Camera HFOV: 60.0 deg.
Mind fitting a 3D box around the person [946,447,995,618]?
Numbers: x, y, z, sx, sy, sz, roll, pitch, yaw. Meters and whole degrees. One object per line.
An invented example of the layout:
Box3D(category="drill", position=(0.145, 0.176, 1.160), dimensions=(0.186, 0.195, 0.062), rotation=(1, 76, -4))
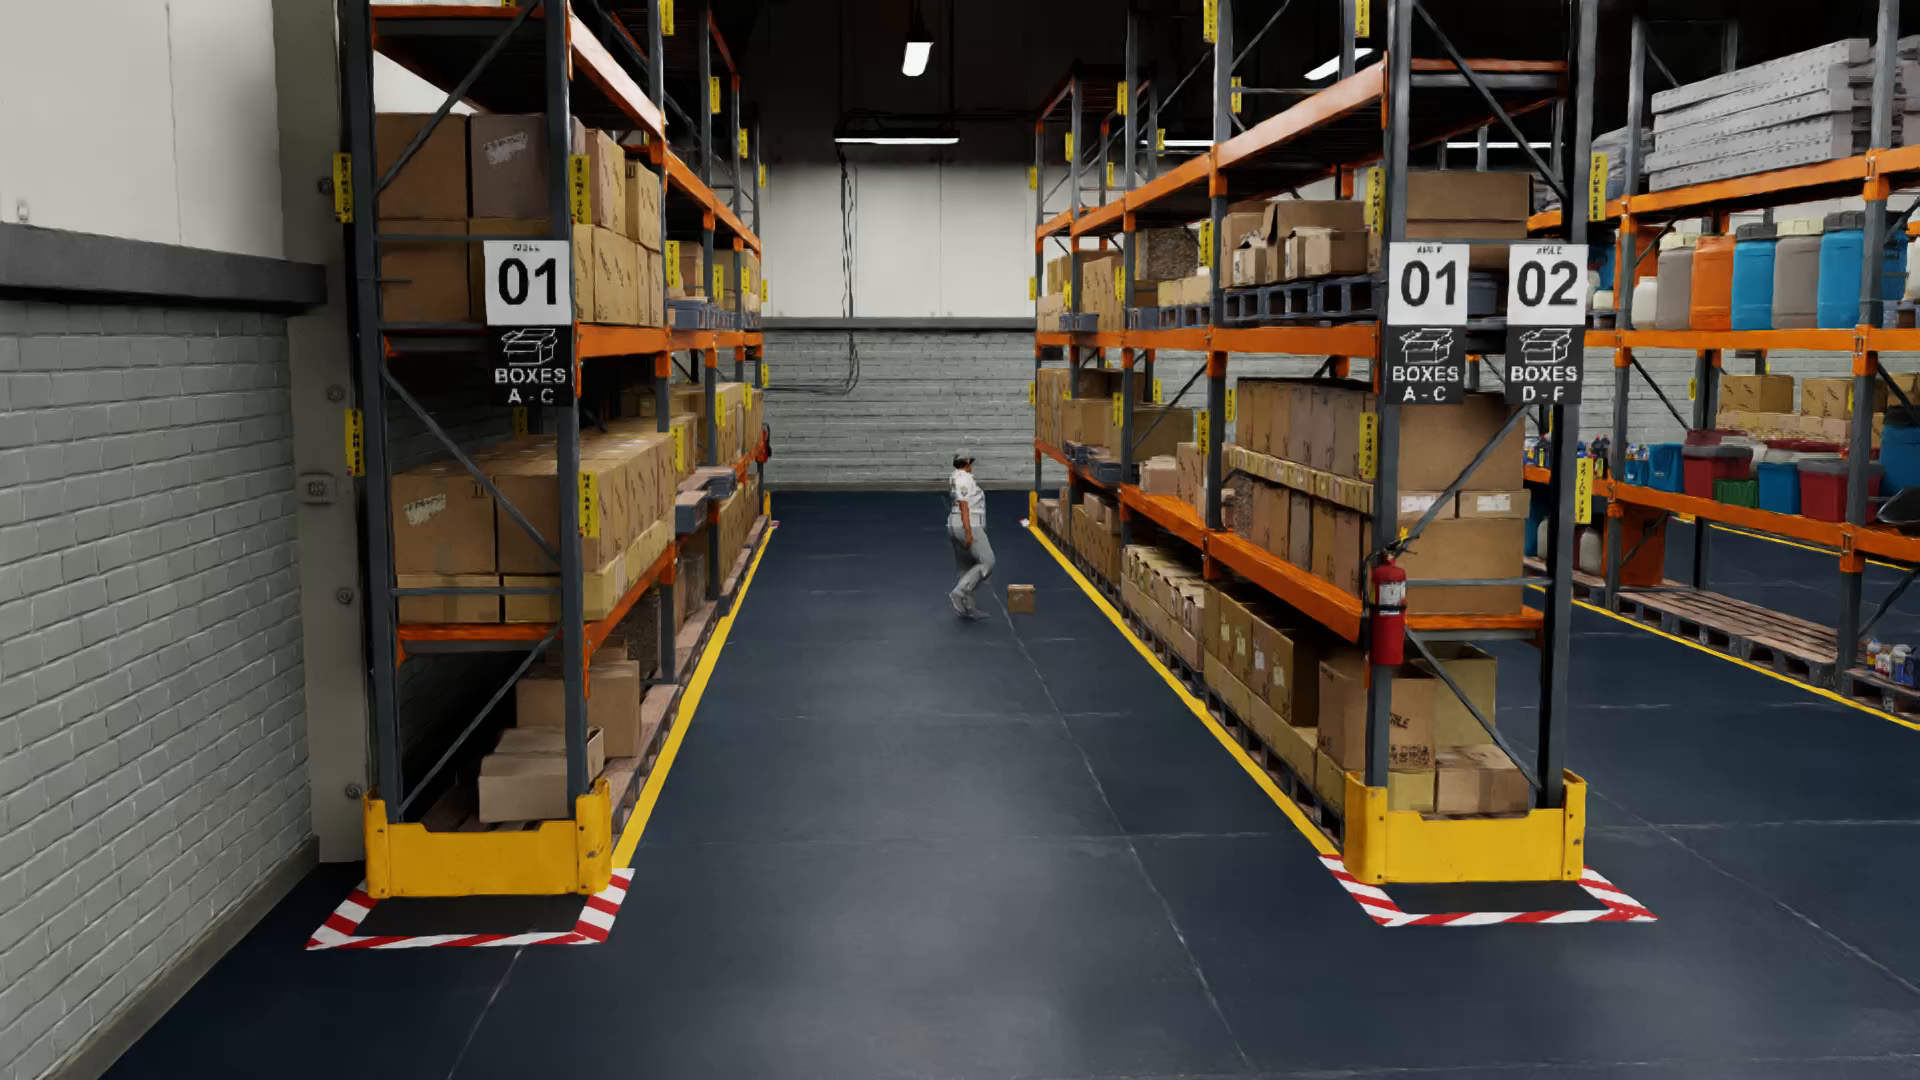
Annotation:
Box3D(category="person", position=(0.082, -0.066, 16.261), dimensions=(0.452, 1.665, 0.609), rotation=(-1, 7, -11))
